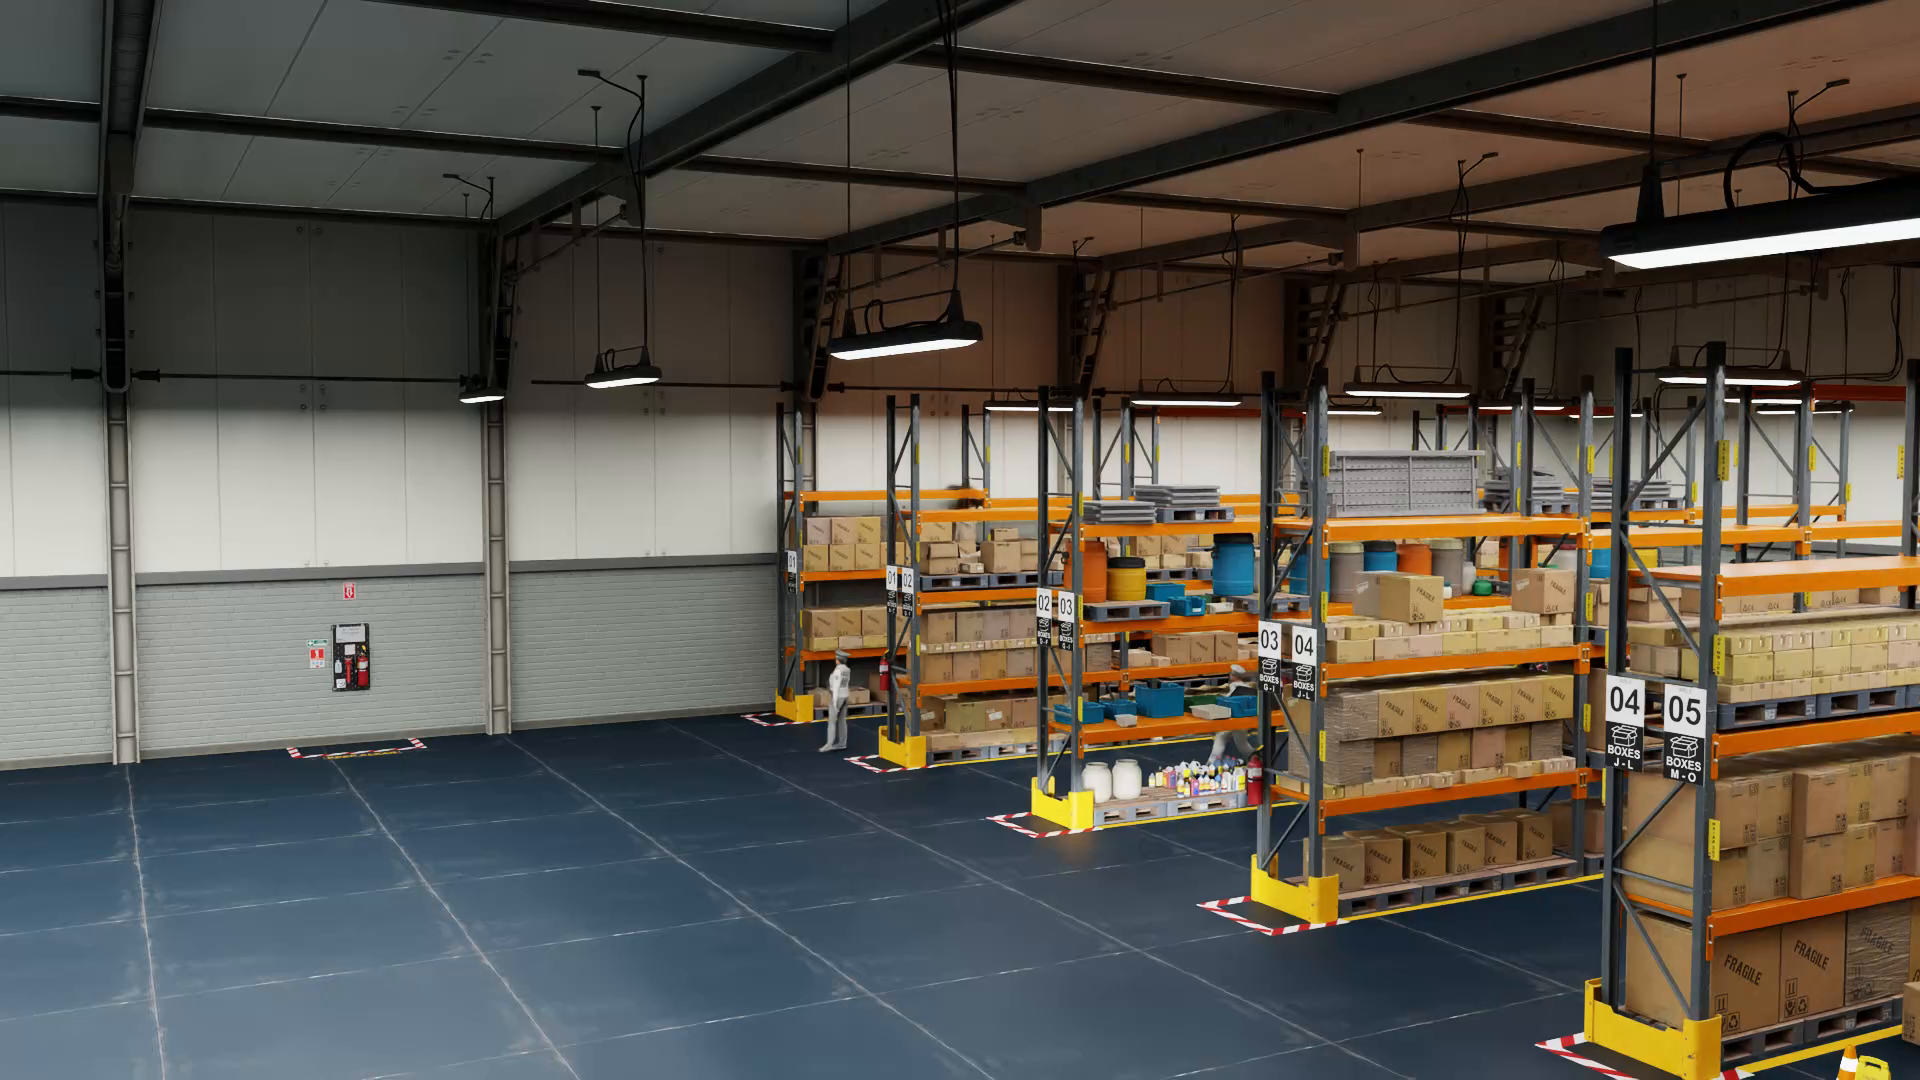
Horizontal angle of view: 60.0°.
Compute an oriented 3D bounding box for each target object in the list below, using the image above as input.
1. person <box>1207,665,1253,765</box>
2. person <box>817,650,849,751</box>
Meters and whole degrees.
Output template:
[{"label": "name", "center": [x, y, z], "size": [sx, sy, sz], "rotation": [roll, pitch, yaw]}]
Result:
[{"label": "person", "center": [4.184, 2.831, 26.039], "size": [0.998, 1.729, 0.554], "rotation": [-1, 3, -13]}, {"label": "person", "center": [-2.137, 2.724, 28.255], "size": [0.447, 1.689, 0.562], "rotation": [1, 3, 20]}]
